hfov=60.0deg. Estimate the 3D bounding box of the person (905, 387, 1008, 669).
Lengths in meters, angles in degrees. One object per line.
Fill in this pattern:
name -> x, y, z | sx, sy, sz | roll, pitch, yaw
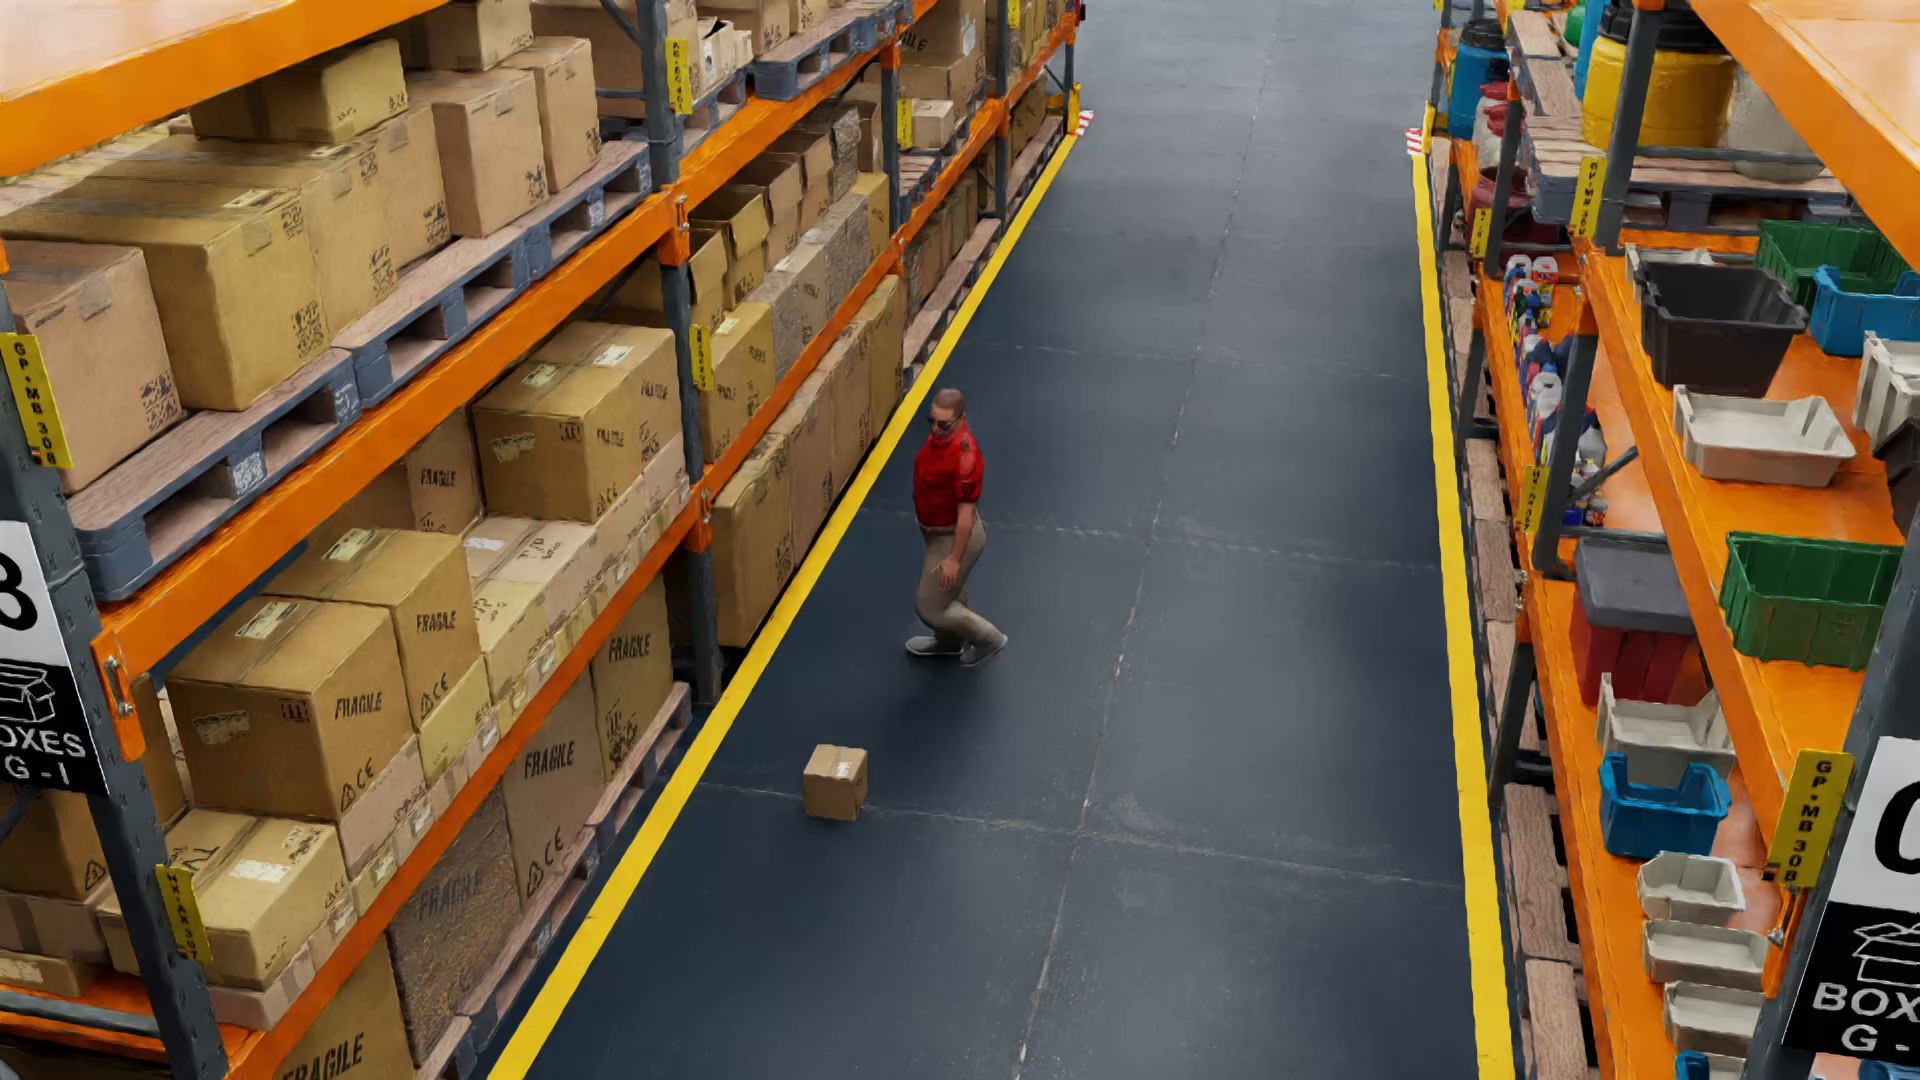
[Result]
person -> -0.027, -0.036, 8.674 | 0.486, 1.695, 0.630 | -6, 29, -11
